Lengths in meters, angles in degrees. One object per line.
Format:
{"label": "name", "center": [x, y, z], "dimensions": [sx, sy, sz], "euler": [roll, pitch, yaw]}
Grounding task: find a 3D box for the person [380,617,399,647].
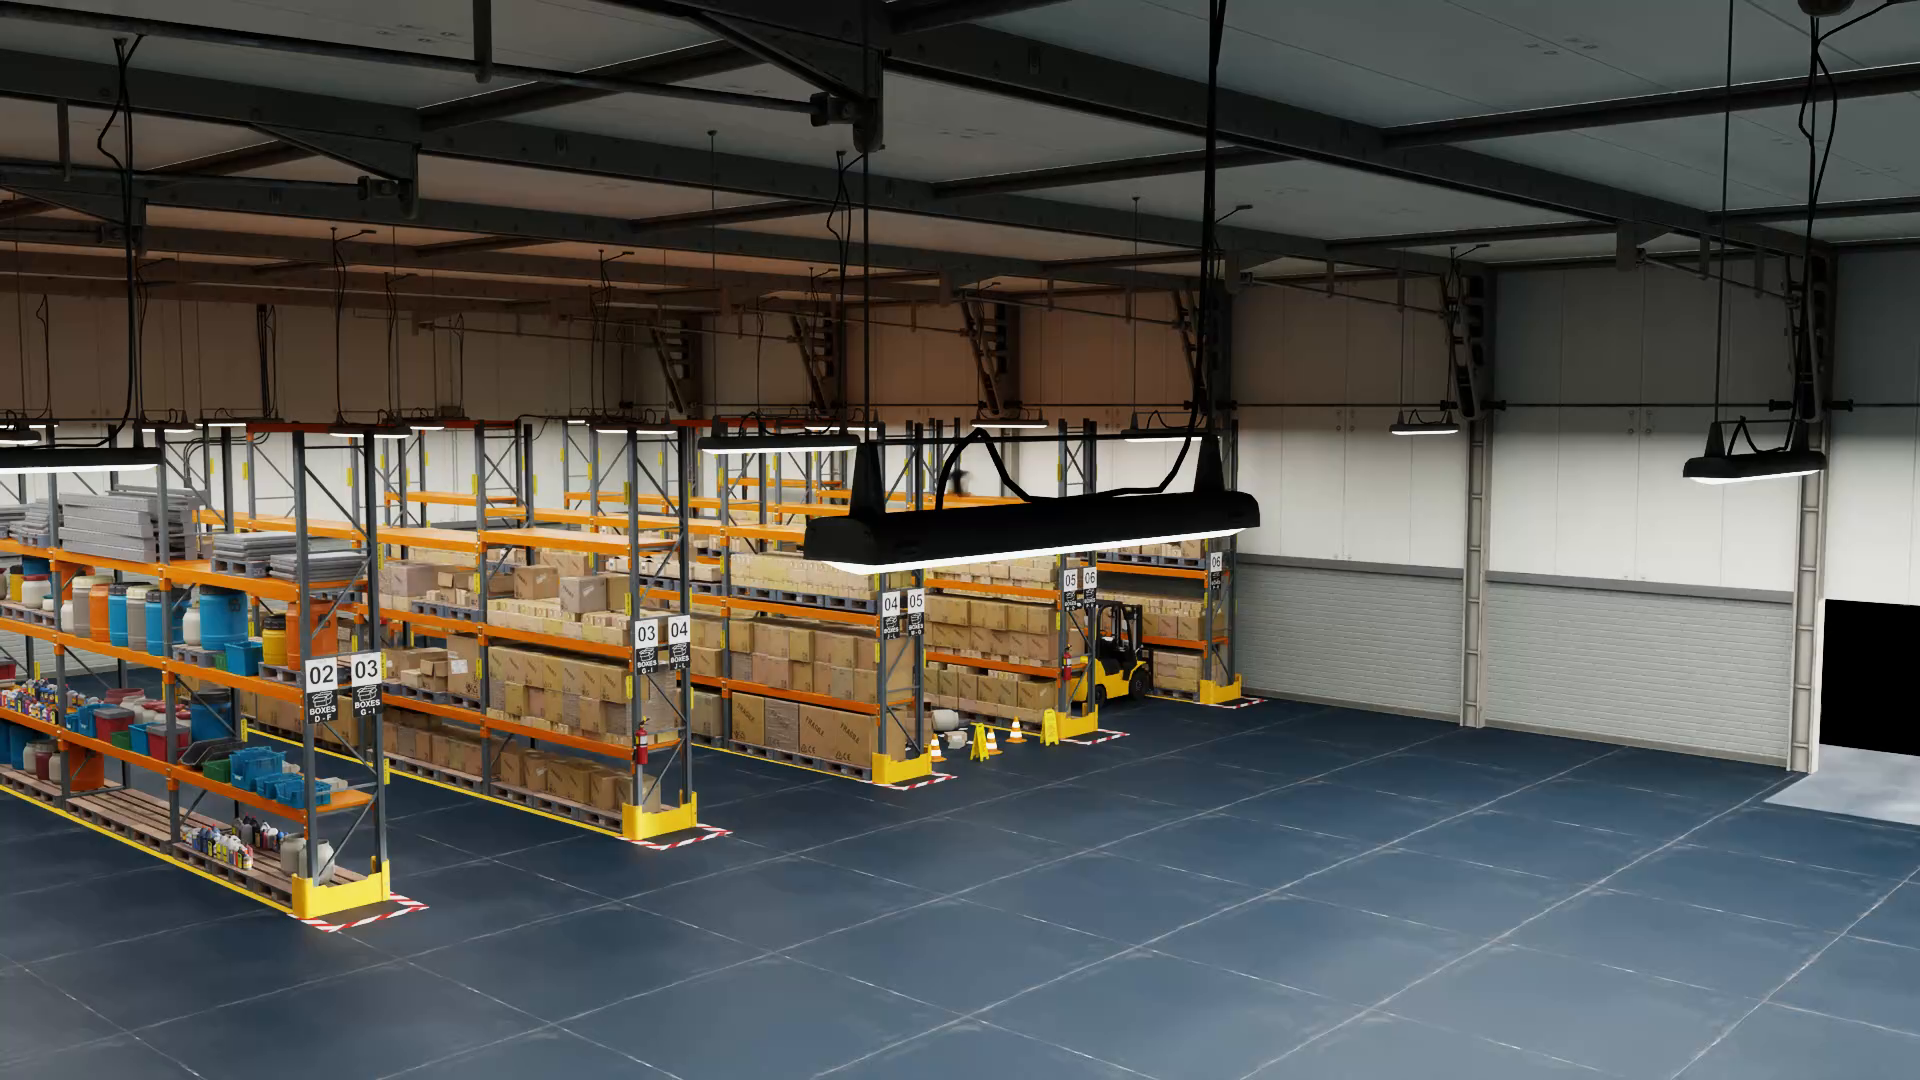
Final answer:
{"label": "person", "center": [-13.601, 2.244, 39.753], "dimensions": [0.676, 1.692, 0.804], "euler": [1, 5, 11]}
